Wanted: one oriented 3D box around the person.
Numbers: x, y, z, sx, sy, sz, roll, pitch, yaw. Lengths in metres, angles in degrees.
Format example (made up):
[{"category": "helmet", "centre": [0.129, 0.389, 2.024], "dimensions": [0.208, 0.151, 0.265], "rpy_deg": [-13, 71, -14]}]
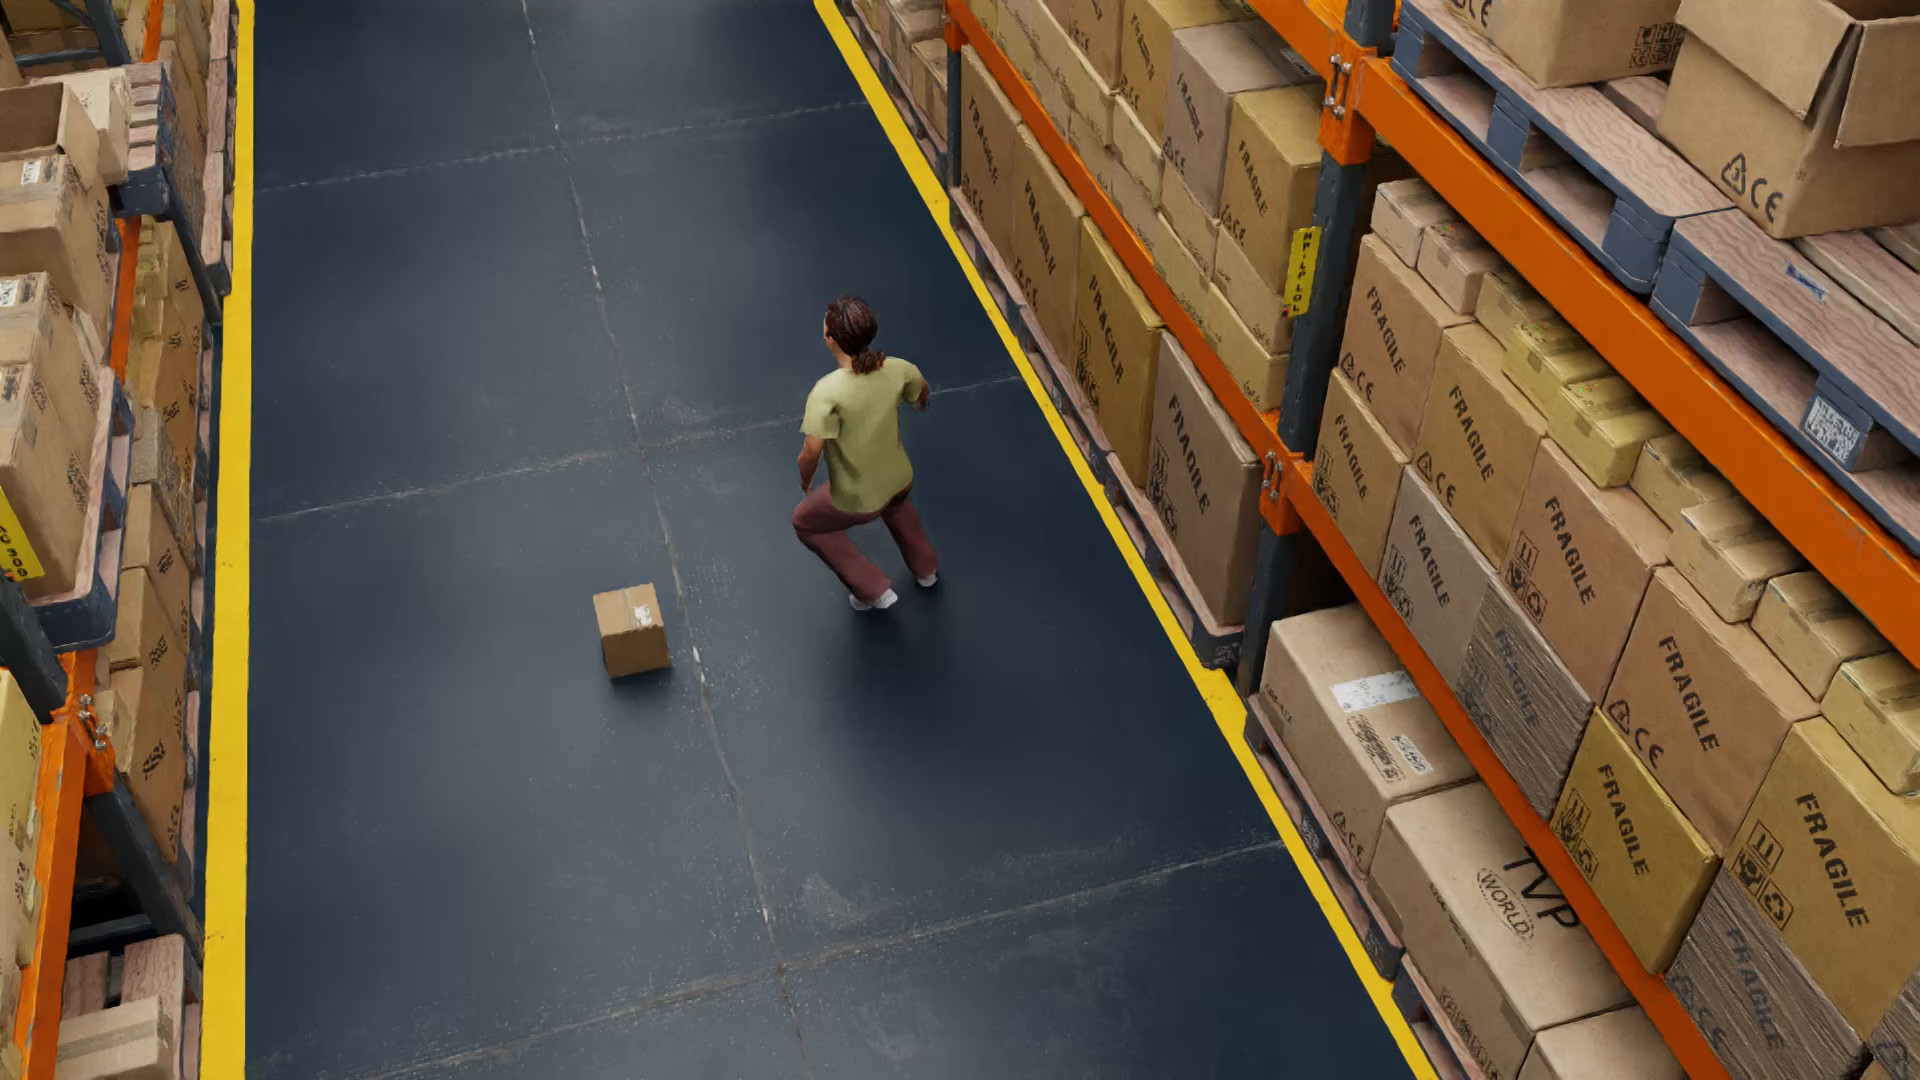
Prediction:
[{"category": "person", "centre": [-0.360, -0.309, 6.592], "dimensions": [0.468, 1.590, 0.836], "rpy_deg": [32, 51, 30]}]
